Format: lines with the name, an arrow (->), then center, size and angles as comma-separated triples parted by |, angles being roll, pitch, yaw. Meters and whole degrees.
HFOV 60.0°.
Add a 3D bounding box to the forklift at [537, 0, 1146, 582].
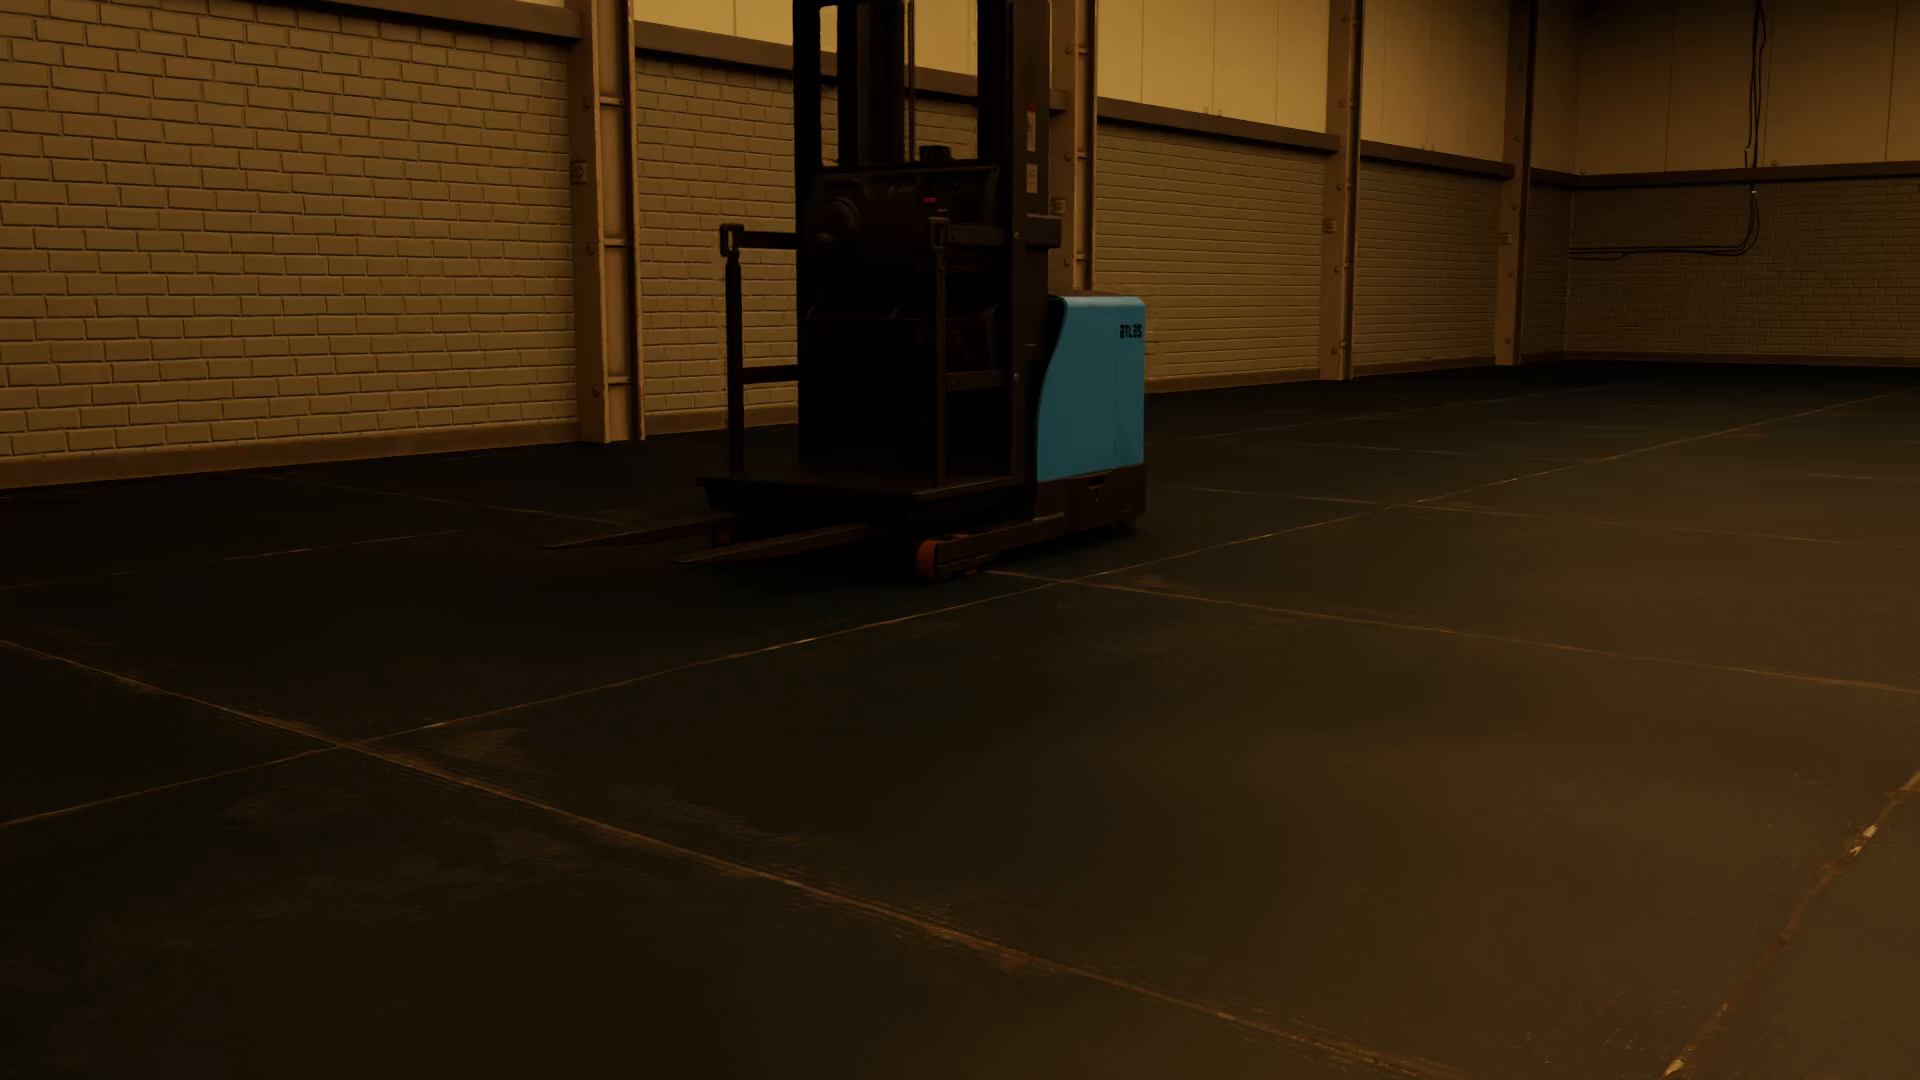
forklift -> -0.358, -1.366, 6.619 | 1.130, 2.935, 3.031 | 5, 10, 32
